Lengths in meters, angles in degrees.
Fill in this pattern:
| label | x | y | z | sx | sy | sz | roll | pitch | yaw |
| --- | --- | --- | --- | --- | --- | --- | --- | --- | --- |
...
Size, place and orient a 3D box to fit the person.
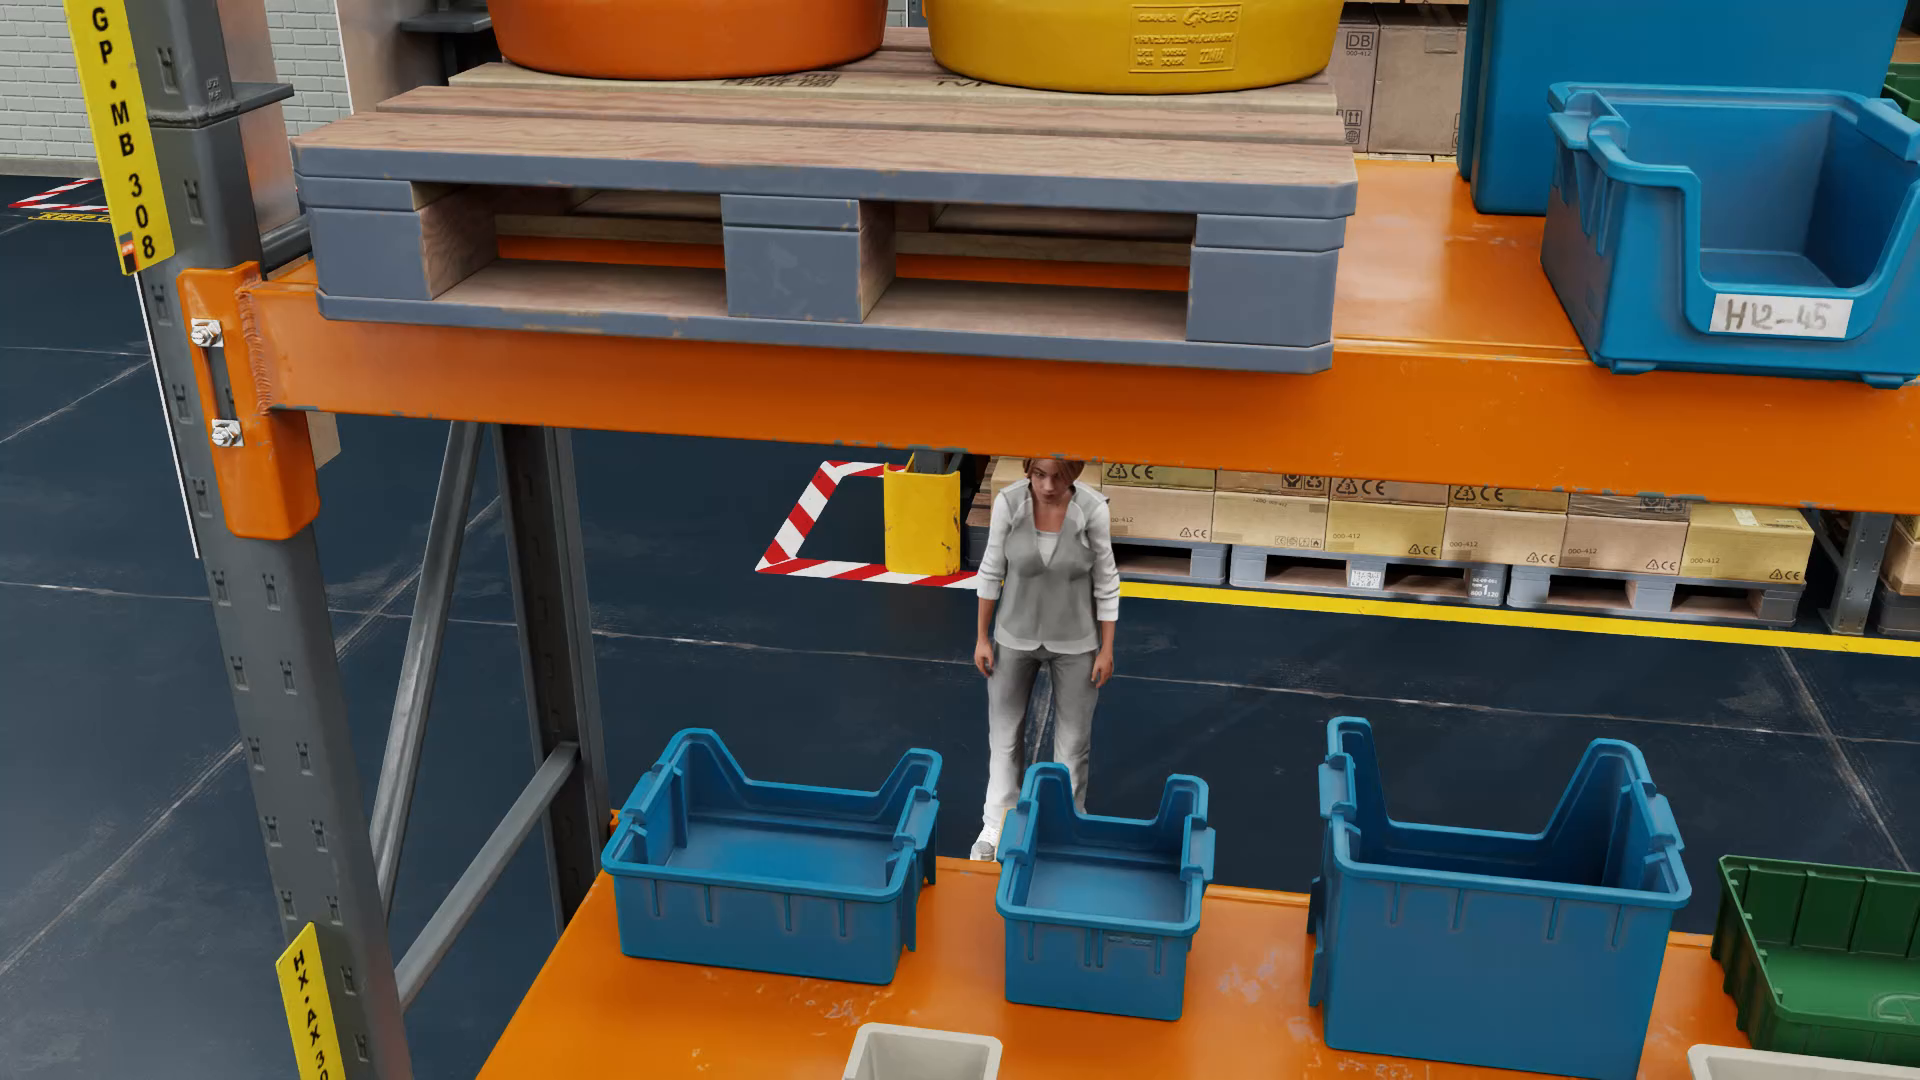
| label | x | y | z | sx | sy | sz | roll | pitch | yaw |
| --- | --- | --- | --- | --- | --- | --- | --- | --- | --- |
| person | 0.279 | 0.347 | 5.386 | 0.461 | 1.593 | 0.343 | 4 | 26 | 9 |
